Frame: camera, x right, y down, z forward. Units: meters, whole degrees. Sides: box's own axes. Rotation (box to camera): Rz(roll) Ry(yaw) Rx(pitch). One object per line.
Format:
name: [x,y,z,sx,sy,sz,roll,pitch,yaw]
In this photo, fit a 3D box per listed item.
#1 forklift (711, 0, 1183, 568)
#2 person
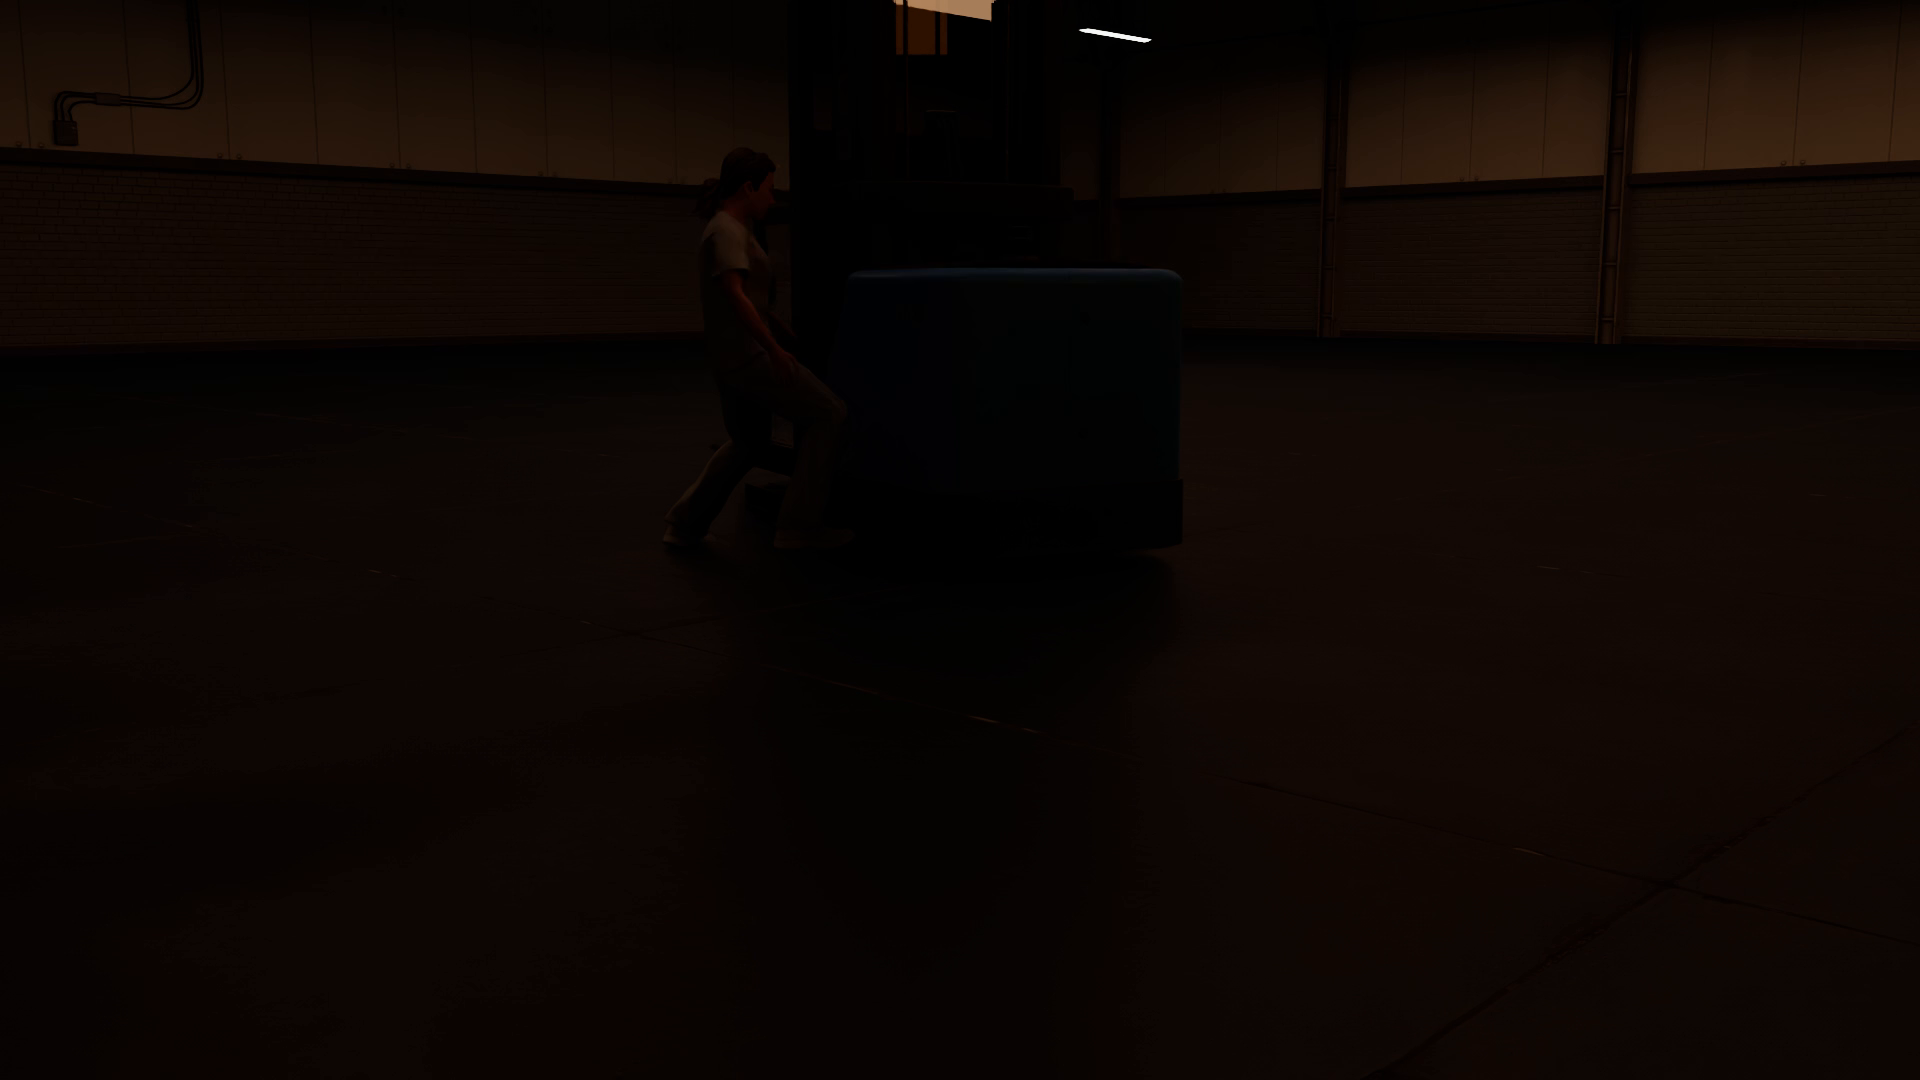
forklift: [-0.286,-1.531,7.038,1.130,2.935,3.031,-4,10,-26]
person: [-0.786,-0.690,6.286,0.702,1.552,0.870,-2,9,-10]
